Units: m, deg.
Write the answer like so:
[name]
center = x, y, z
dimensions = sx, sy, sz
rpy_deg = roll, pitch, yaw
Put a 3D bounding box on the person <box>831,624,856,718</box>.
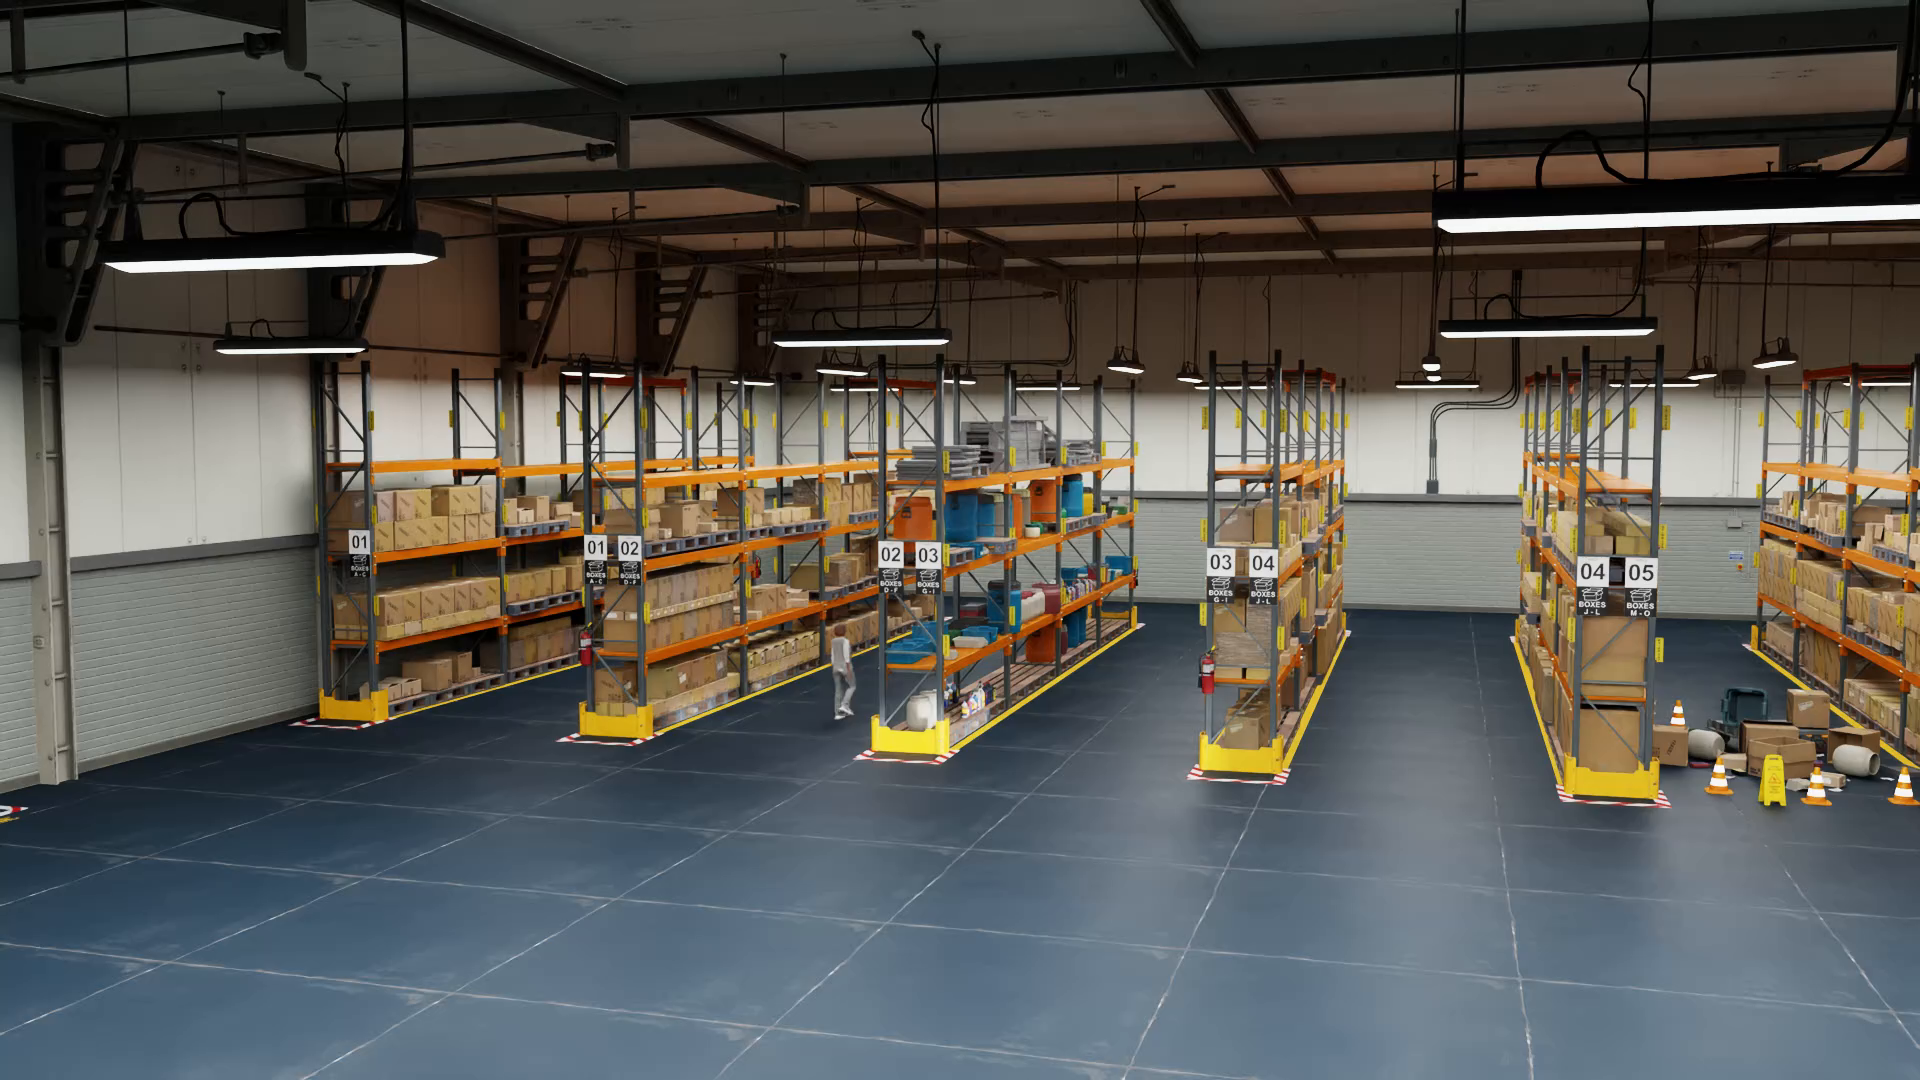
[person]
center = -1.990, 2.200, 27.999
dimensions = 0.454, 1.584, 0.442
rpy_deg = 2, 4, 24
